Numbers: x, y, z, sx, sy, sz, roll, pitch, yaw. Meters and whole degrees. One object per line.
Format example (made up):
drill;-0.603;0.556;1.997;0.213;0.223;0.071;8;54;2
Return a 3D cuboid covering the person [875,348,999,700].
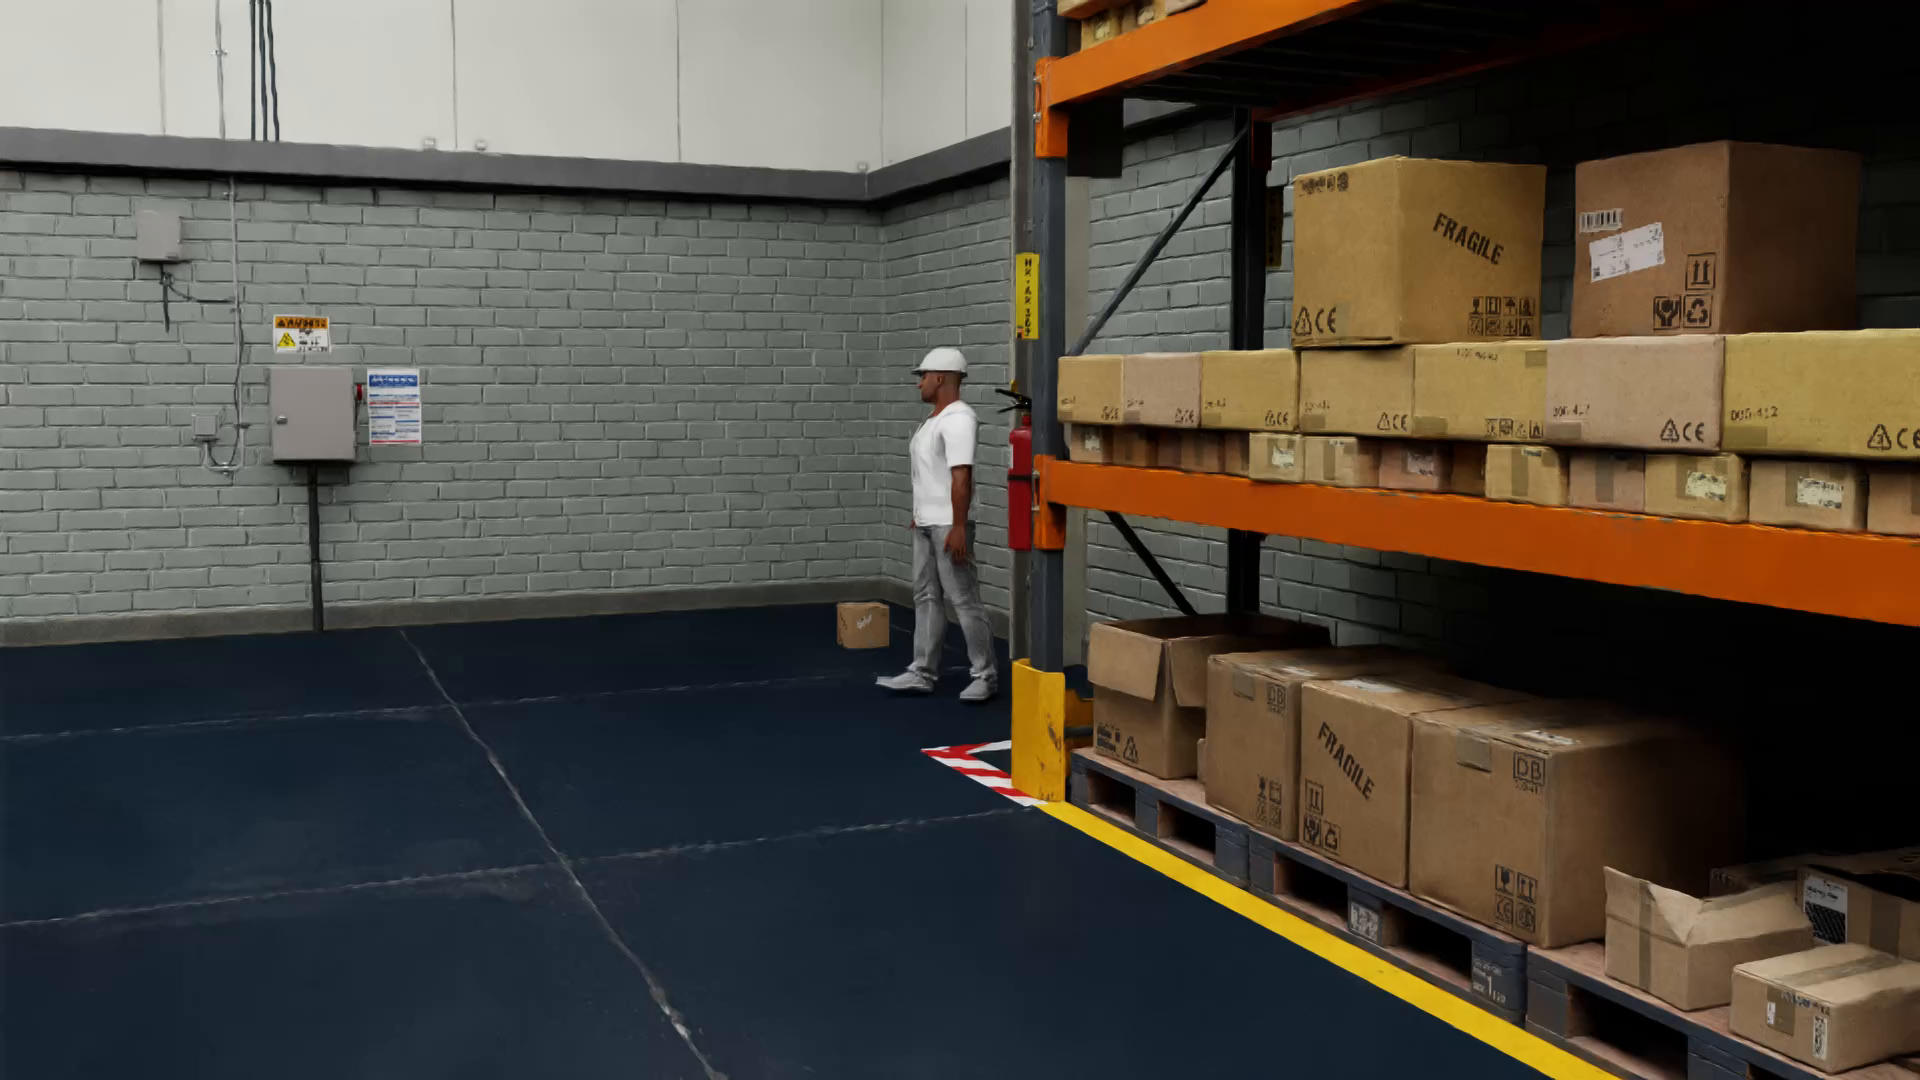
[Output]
person;-0.126;-0.086;8.446;0.583;1.768;0.724;-2;6;-16
